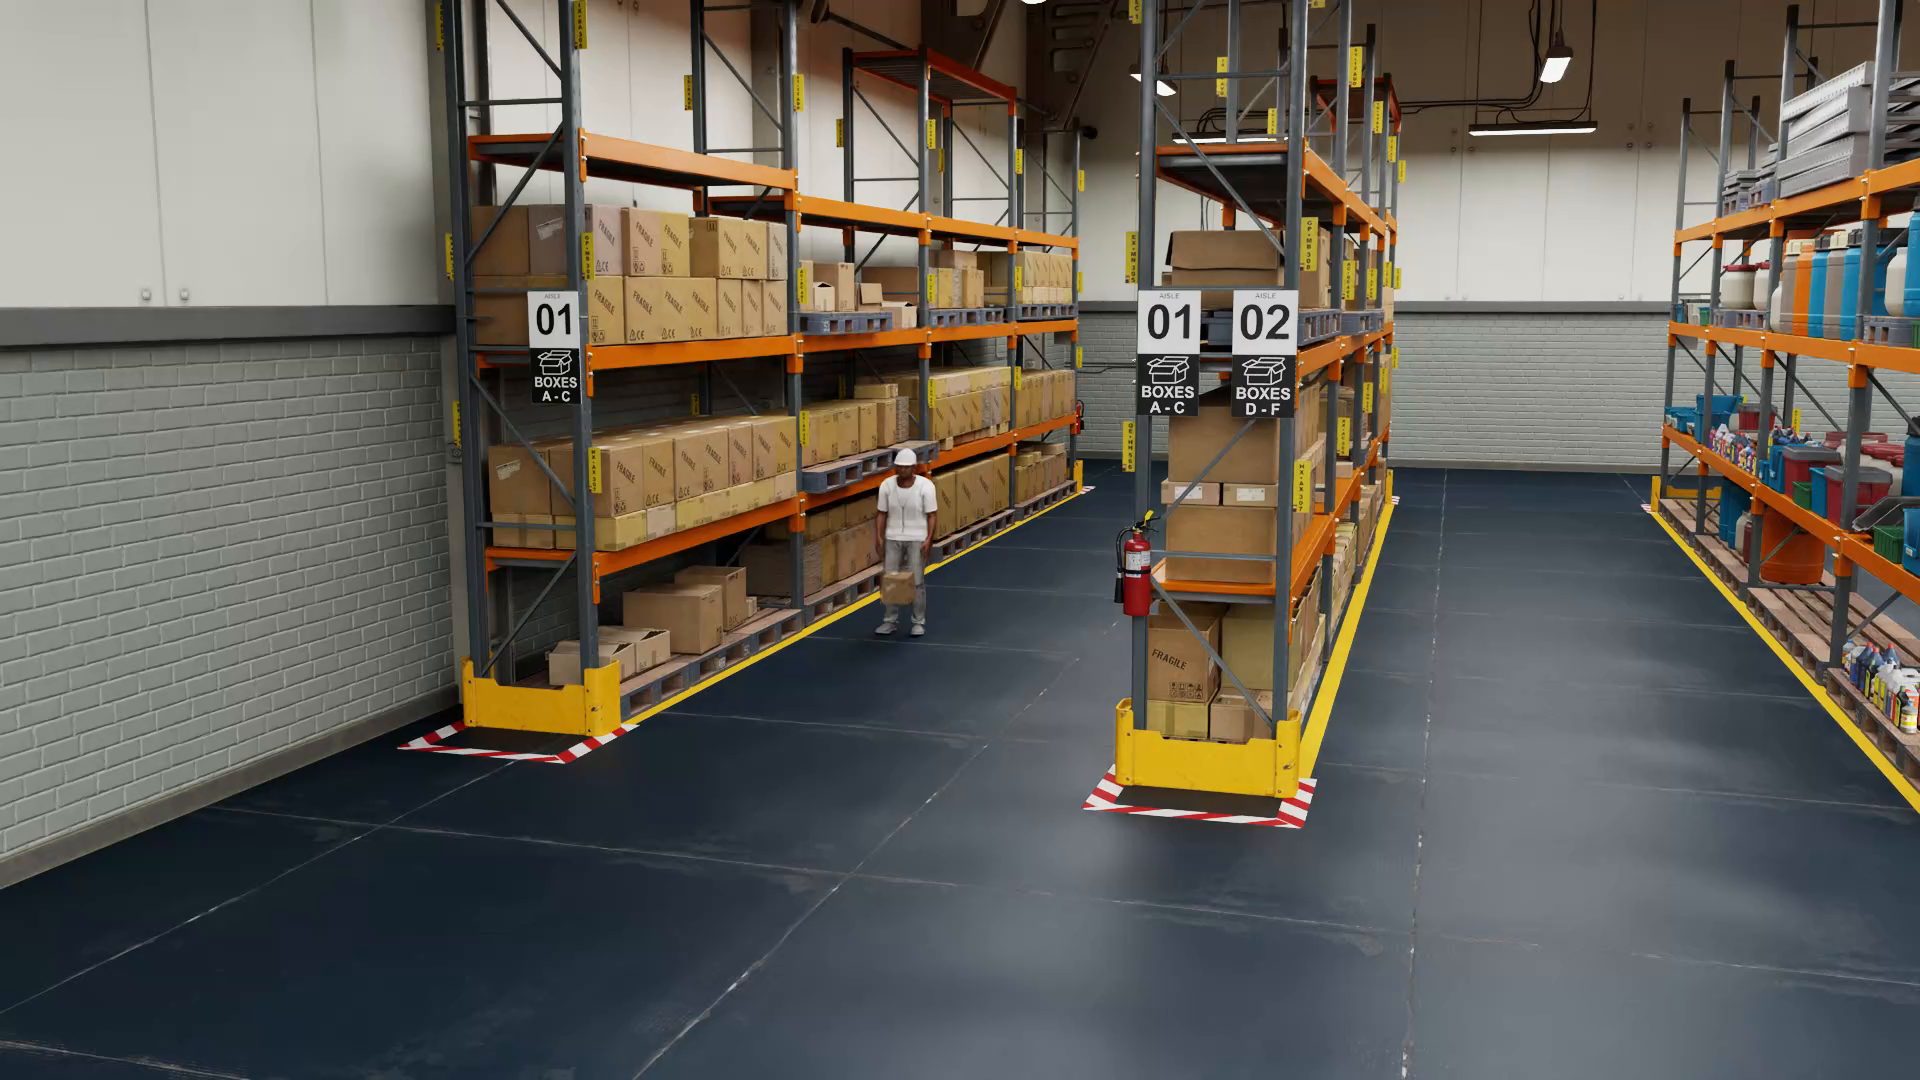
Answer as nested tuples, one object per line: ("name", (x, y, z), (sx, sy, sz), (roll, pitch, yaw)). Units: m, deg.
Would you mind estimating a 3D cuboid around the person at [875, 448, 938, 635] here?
("person", (-0.509, 0.011, 15.678), (0.592, 1.764, 0.430), (2, 9, 15))
